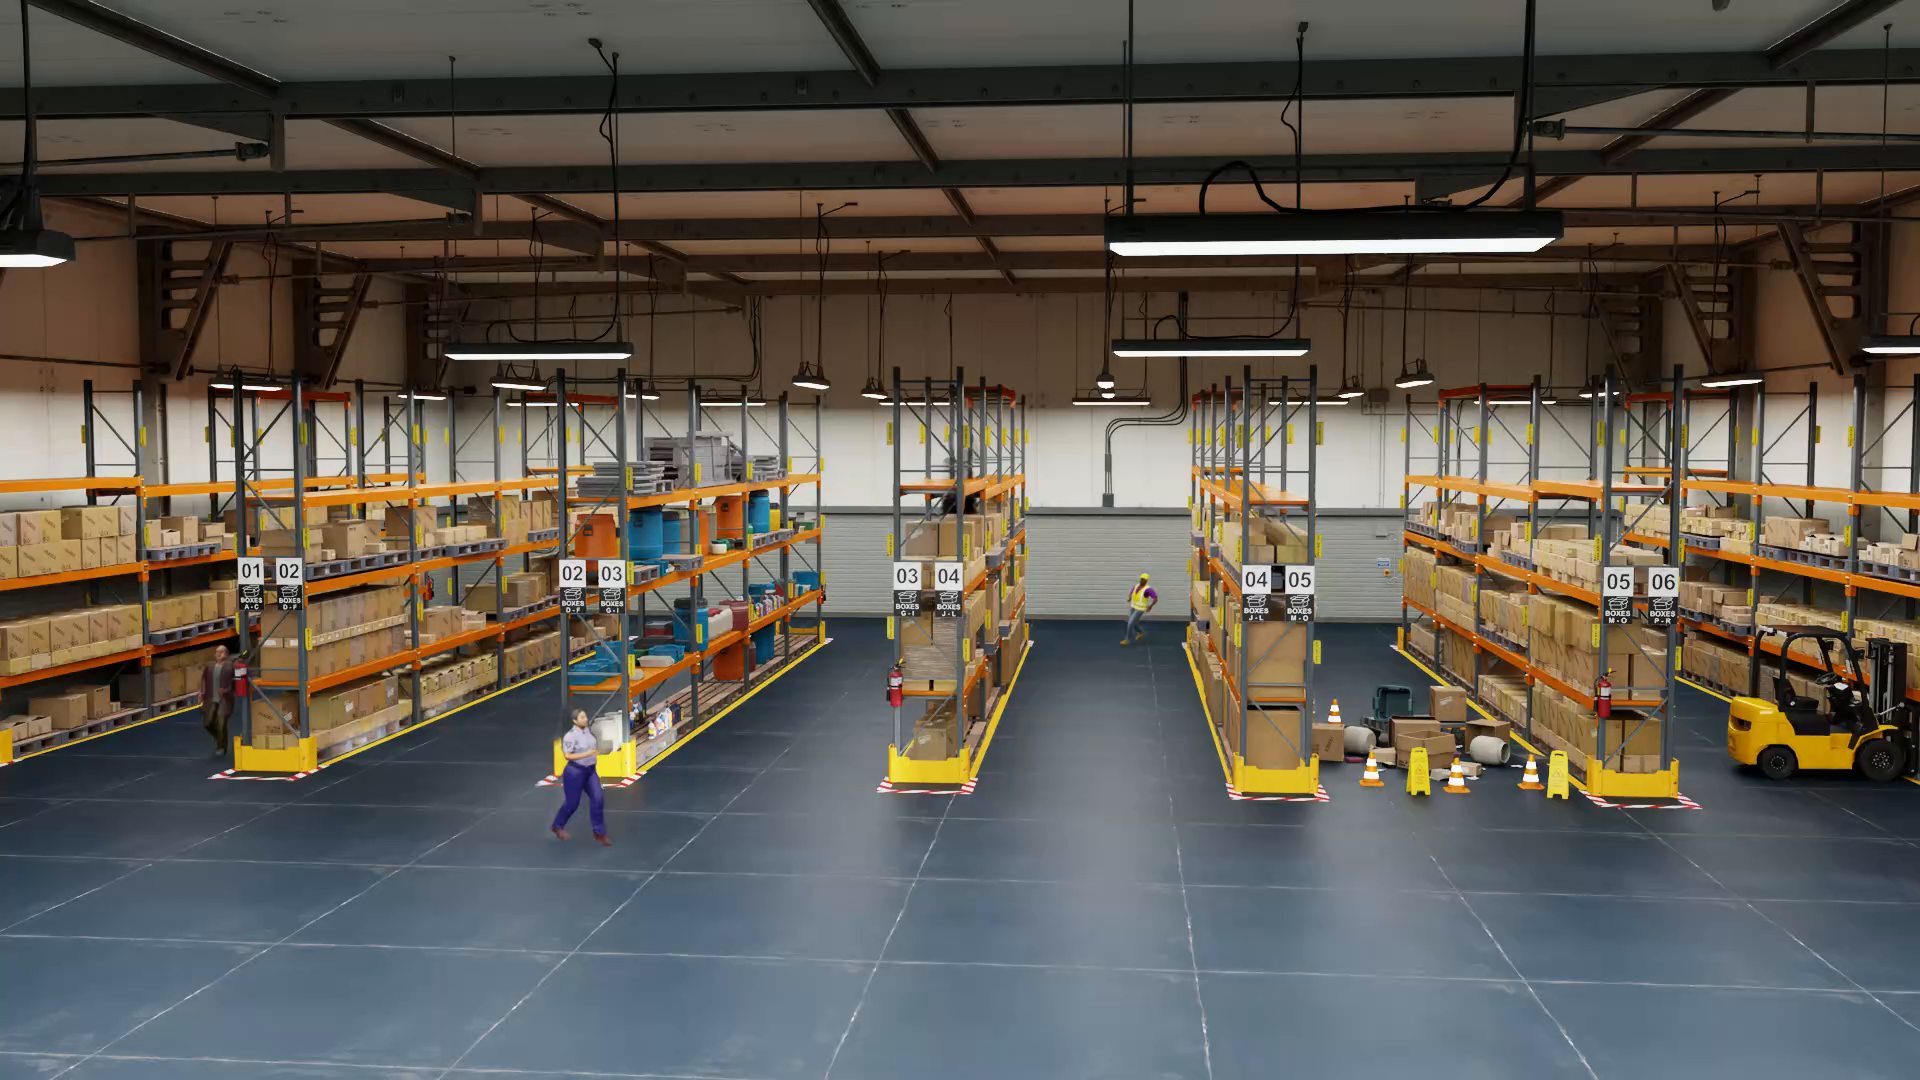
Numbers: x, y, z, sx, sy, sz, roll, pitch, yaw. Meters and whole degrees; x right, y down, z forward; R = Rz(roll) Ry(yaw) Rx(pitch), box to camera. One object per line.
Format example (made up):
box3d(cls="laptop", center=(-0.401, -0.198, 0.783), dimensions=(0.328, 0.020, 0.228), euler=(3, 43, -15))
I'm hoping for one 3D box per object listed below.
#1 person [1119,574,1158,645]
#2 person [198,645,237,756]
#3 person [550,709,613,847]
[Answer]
box3d(cls="person", center=(4.248, 1.666, 39.926), dimensions=(0.805, 1.711, 0.773), euler=(-2, 4, -33))
box3d(cls="person", center=(-11.603, 2.517, 26.035), dimensions=(0.698, 1.721, 0.601), euler=(0, 4, -2))
box3d(cls="person", center=(-4.648, 2.905, 20.369), dimensions=(0.787, 1.690, 0.594), euler=(2, 4, 28))
